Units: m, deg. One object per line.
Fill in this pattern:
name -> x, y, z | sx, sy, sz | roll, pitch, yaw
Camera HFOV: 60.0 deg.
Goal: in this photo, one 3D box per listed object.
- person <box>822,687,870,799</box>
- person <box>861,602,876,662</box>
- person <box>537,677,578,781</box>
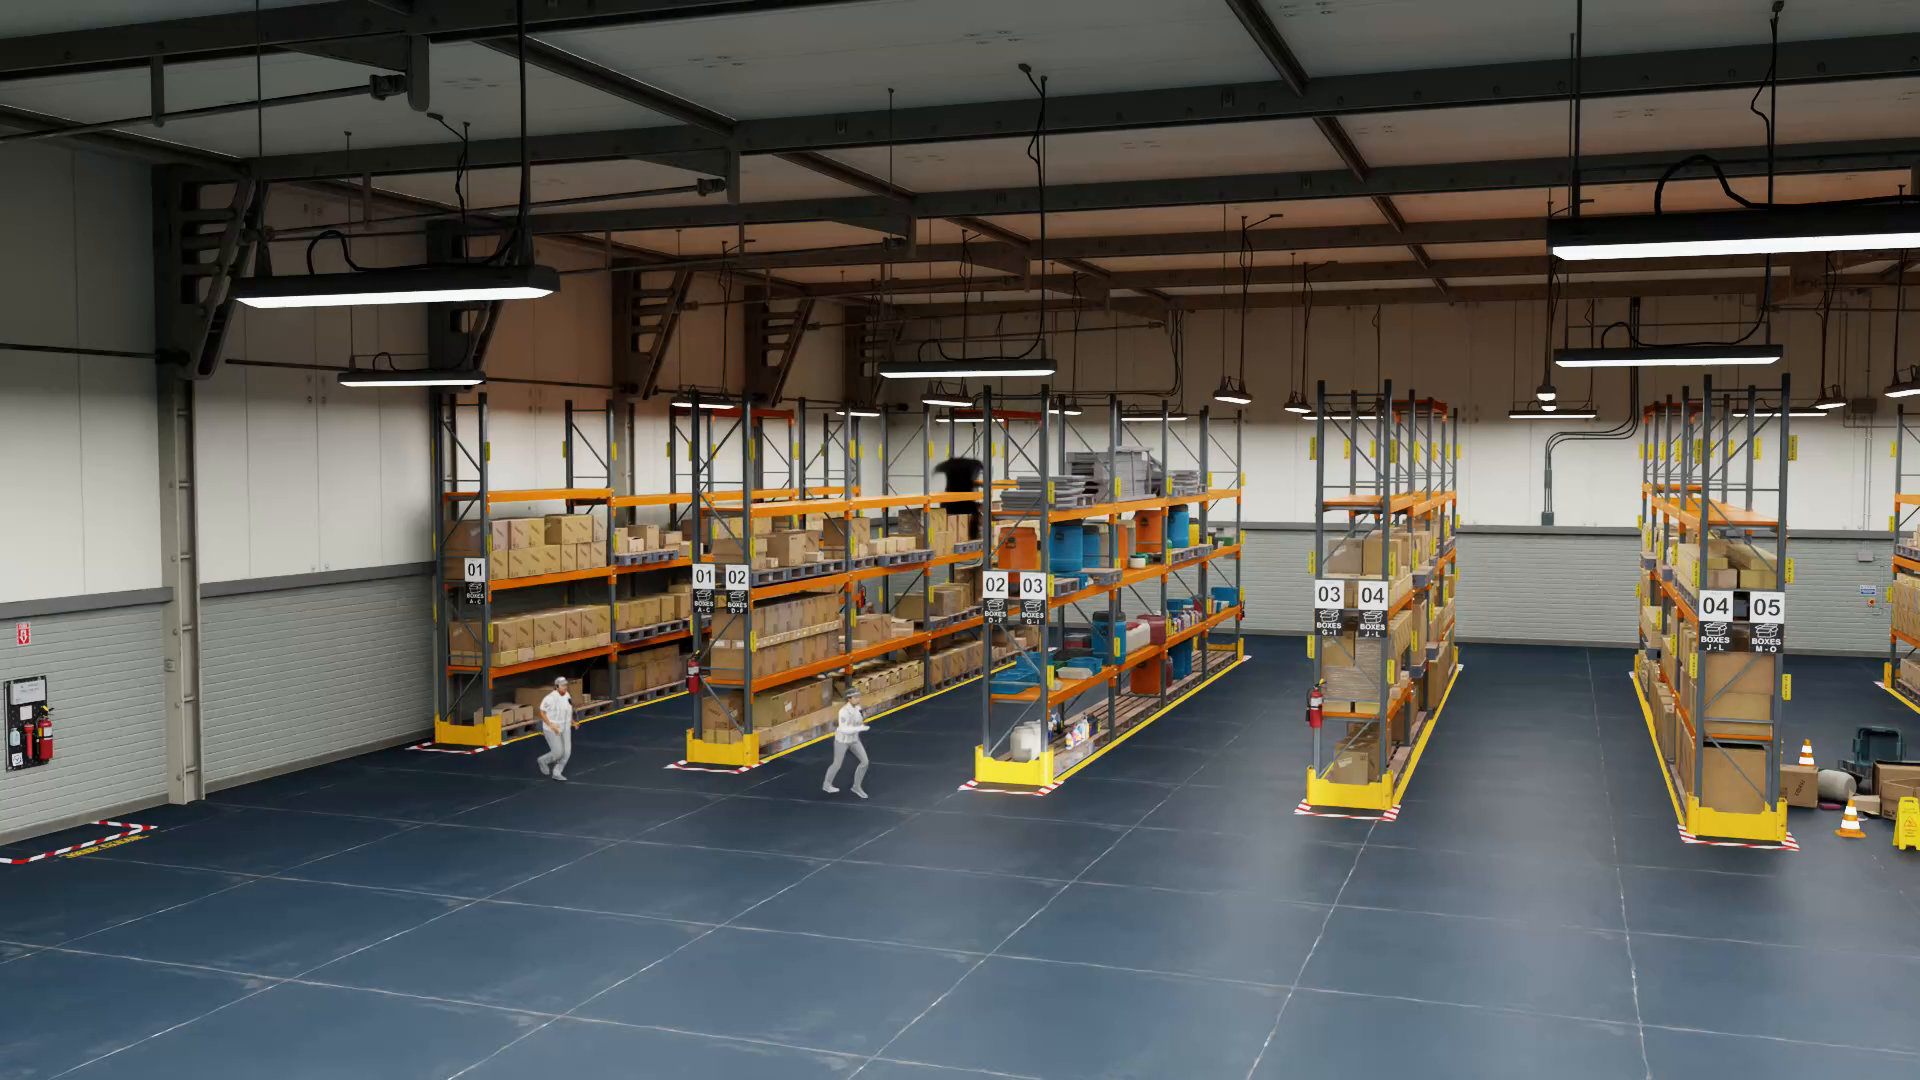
person -> -1.629, 2.907, 23.903 | 0.921, 1.631, 0.536 | 3, 4, 43
person -> -2.003, 2.213, 36.805 | 0.659, 1.673, 0.582 | 1, 3, 18
person -> -6.147, 2.865, 25.285 | 0.596, 1.588, 0.606 | 2, 4, 37
